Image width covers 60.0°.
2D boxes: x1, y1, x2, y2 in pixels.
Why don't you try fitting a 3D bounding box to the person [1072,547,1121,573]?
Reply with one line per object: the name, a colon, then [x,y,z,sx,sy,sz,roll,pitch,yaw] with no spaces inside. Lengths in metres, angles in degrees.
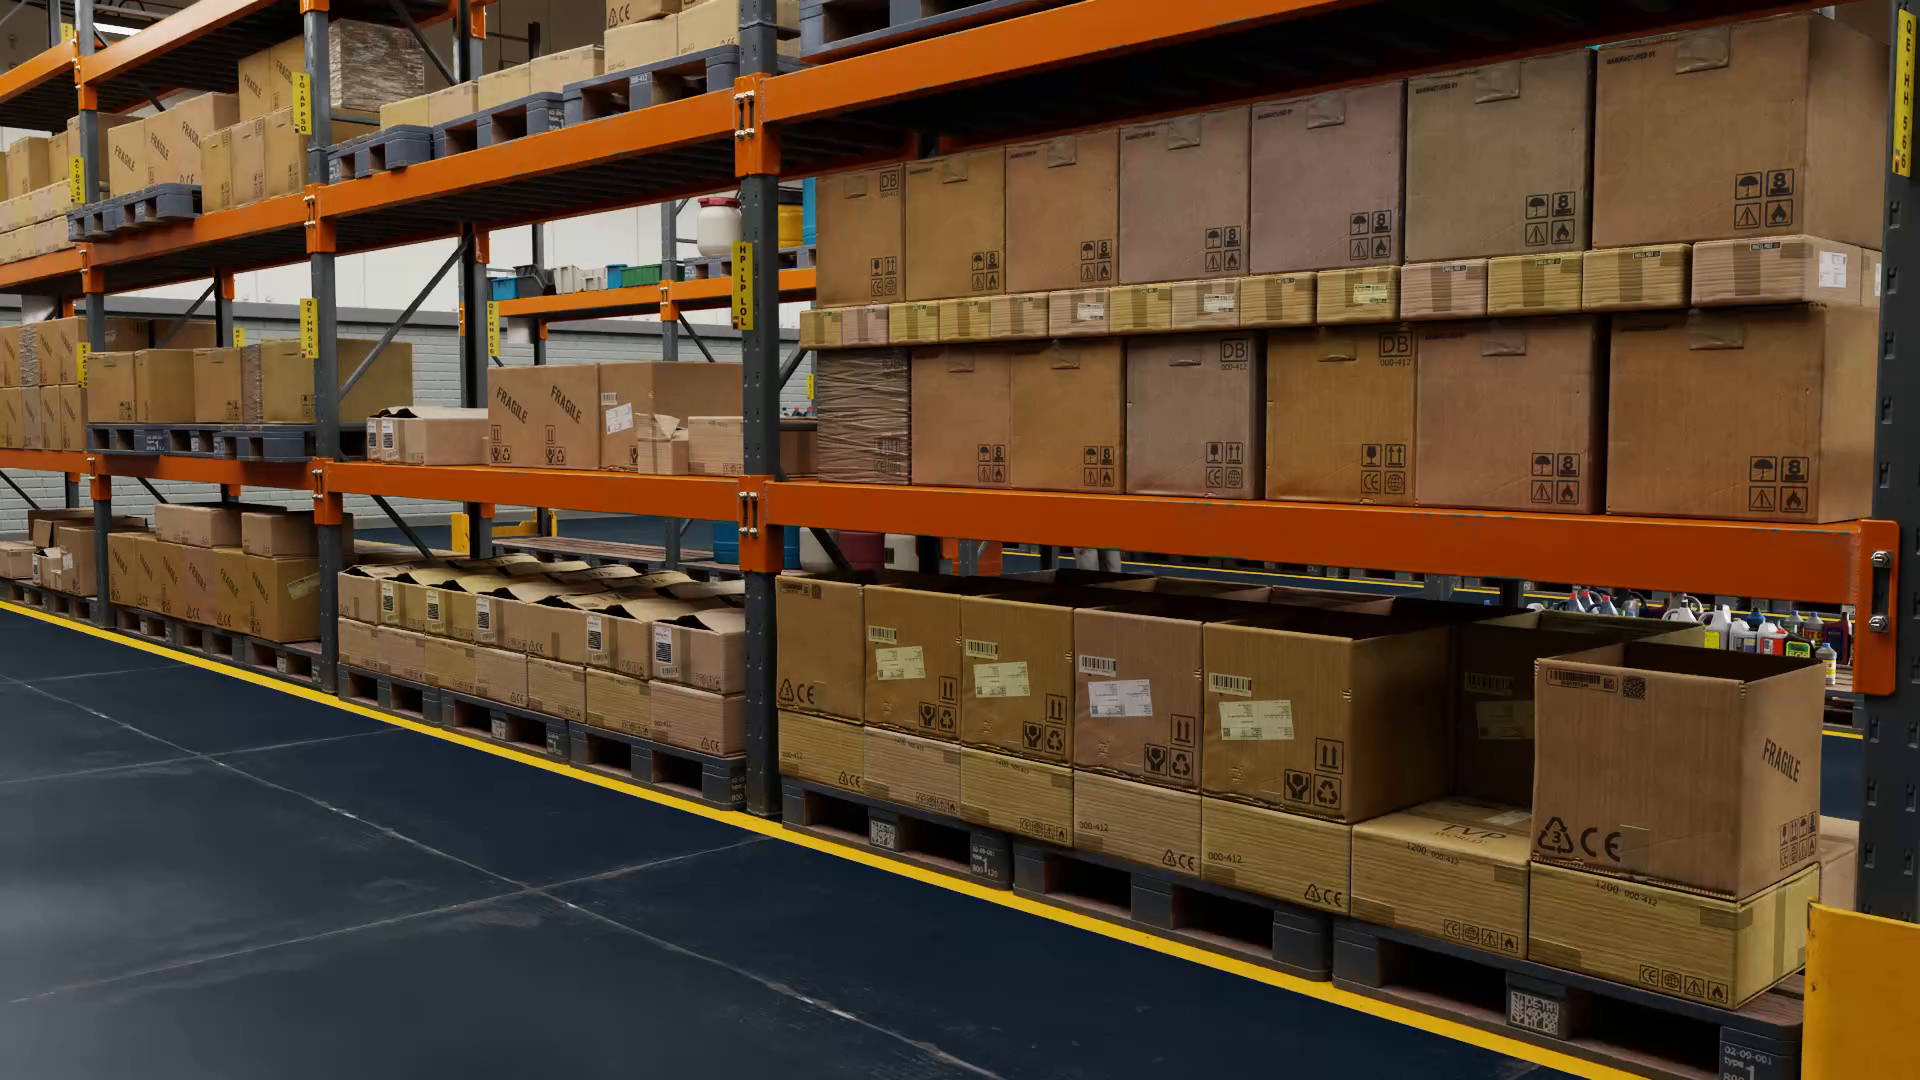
person: [0.880,-0.021,10.653,0.347,1.580,0.467,4,6,44]
